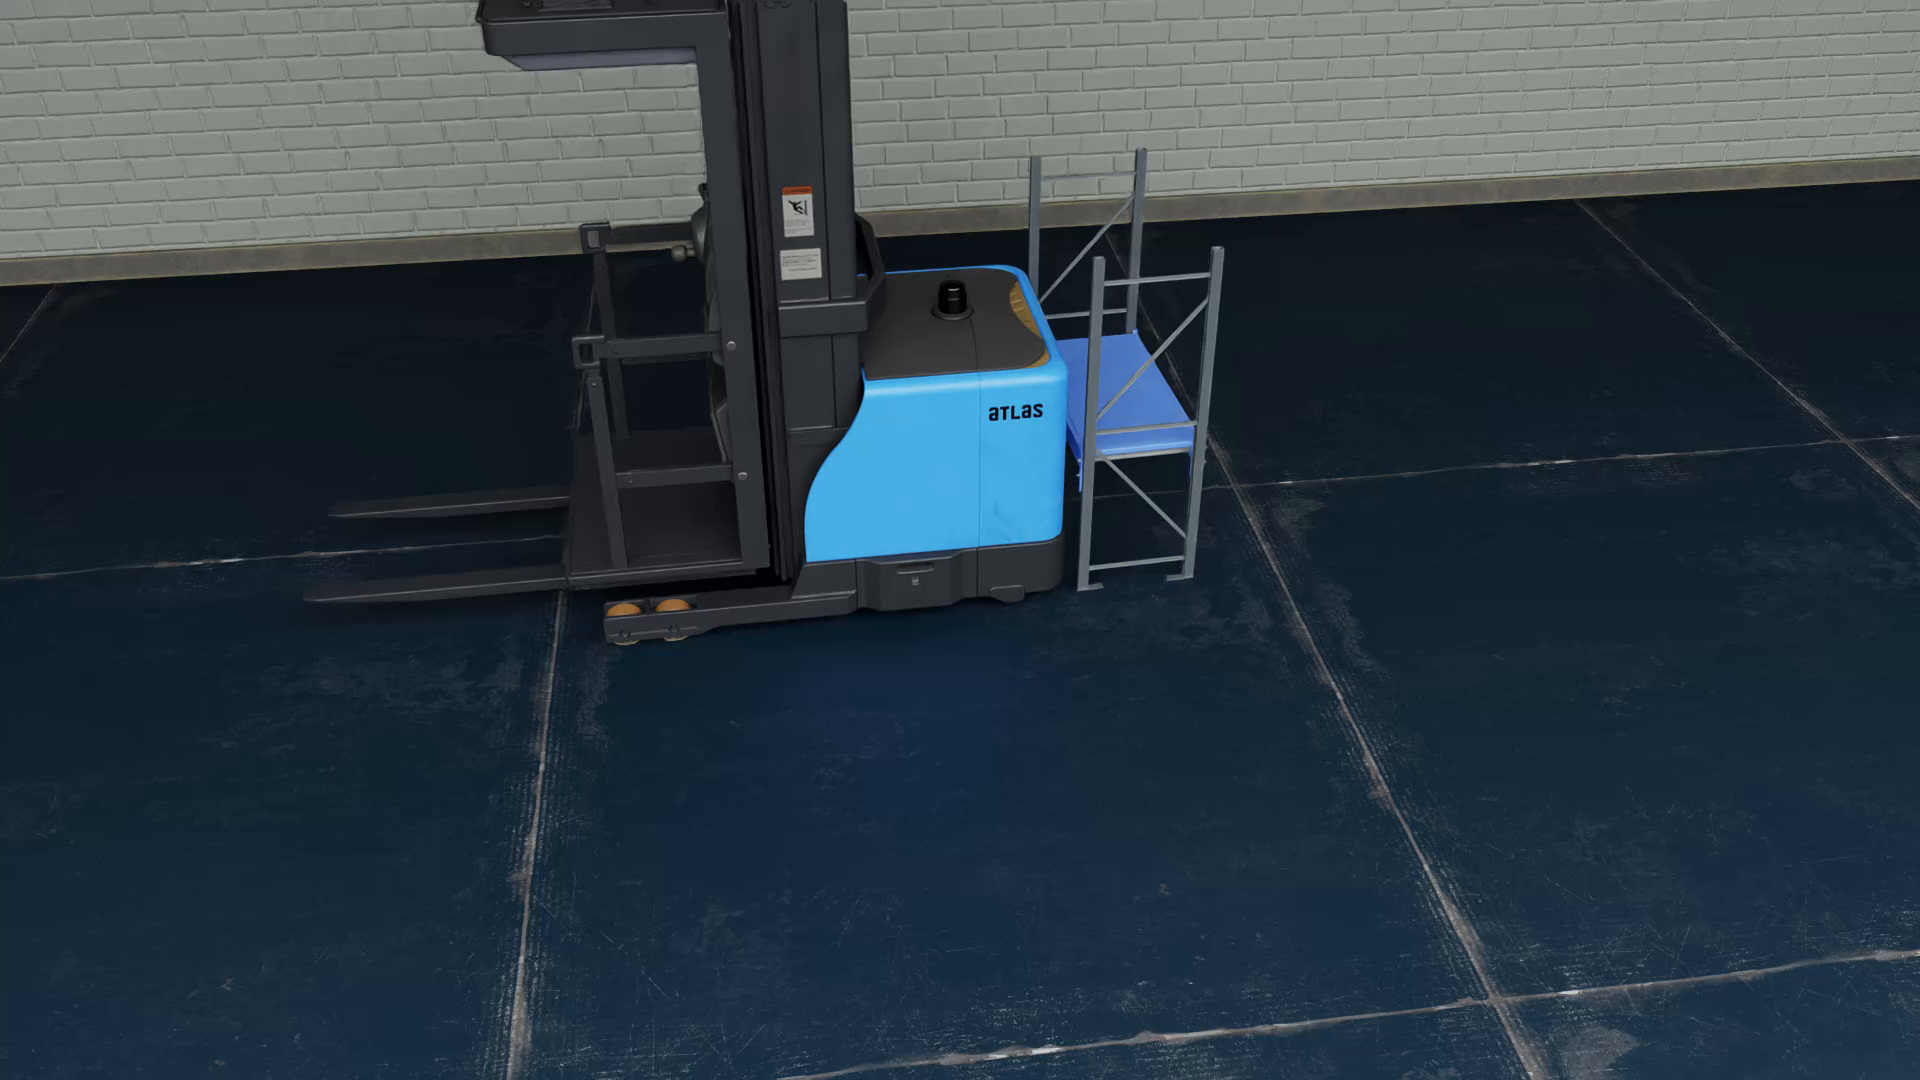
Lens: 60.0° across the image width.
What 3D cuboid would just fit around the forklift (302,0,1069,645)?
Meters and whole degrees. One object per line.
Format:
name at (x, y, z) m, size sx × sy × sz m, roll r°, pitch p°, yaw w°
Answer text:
forklift at (-1.133, -1.111, 6.278) m, size 3.031 × 2.935 × 1.130 m, roll -5°, pitch 35°, yaw -7°

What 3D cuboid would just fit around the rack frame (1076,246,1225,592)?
rack frame at (0.735, -0.440, 6.564) m, size 0.500 × 1.500 × 0.032 m, roll -6°, pitch 35°, yaw -9°

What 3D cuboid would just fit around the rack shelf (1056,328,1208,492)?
rack shelf at (0.638, -0.572, 7.077) m, size 0.538 × 0.185 × 1.000 m, roll -6°, pitch 35°, yaw -9°

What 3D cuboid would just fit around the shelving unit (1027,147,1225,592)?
shelving unit at (0.638, -0.721, 6.976) m, size 0.538 × 1.500 × 1.048 m, roll -6°, pitch 35°, yaw -9°

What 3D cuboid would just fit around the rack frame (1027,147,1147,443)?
rack frame at (0.540, -1.002, 7.389) m, size 0.500 × 1.500 × 0.032 m, roll -6°, pitch 35°, yaw -9°
